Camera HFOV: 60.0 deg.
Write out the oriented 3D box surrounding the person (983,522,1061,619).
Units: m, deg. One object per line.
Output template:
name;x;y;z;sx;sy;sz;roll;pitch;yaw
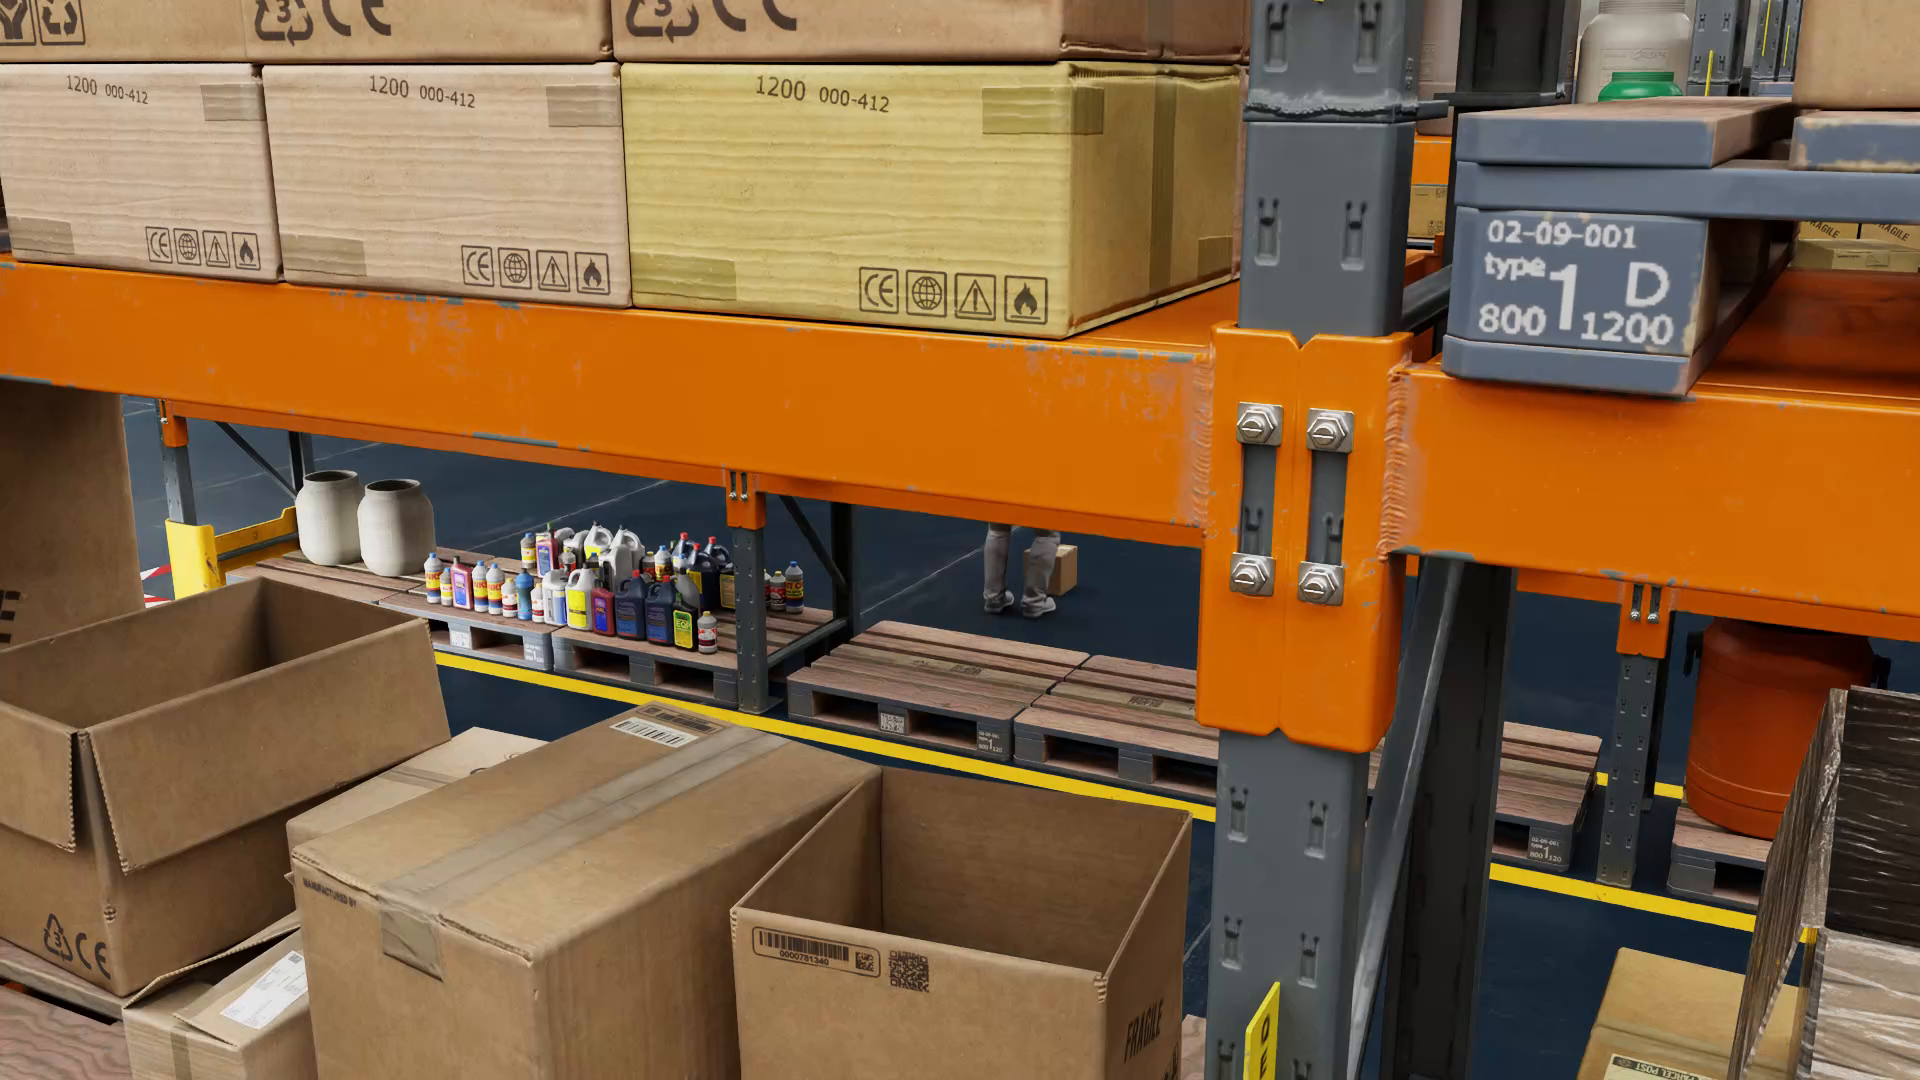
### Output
person;0.324;-0.376;9.612;0.616;1.613;0.599;8;18;26
